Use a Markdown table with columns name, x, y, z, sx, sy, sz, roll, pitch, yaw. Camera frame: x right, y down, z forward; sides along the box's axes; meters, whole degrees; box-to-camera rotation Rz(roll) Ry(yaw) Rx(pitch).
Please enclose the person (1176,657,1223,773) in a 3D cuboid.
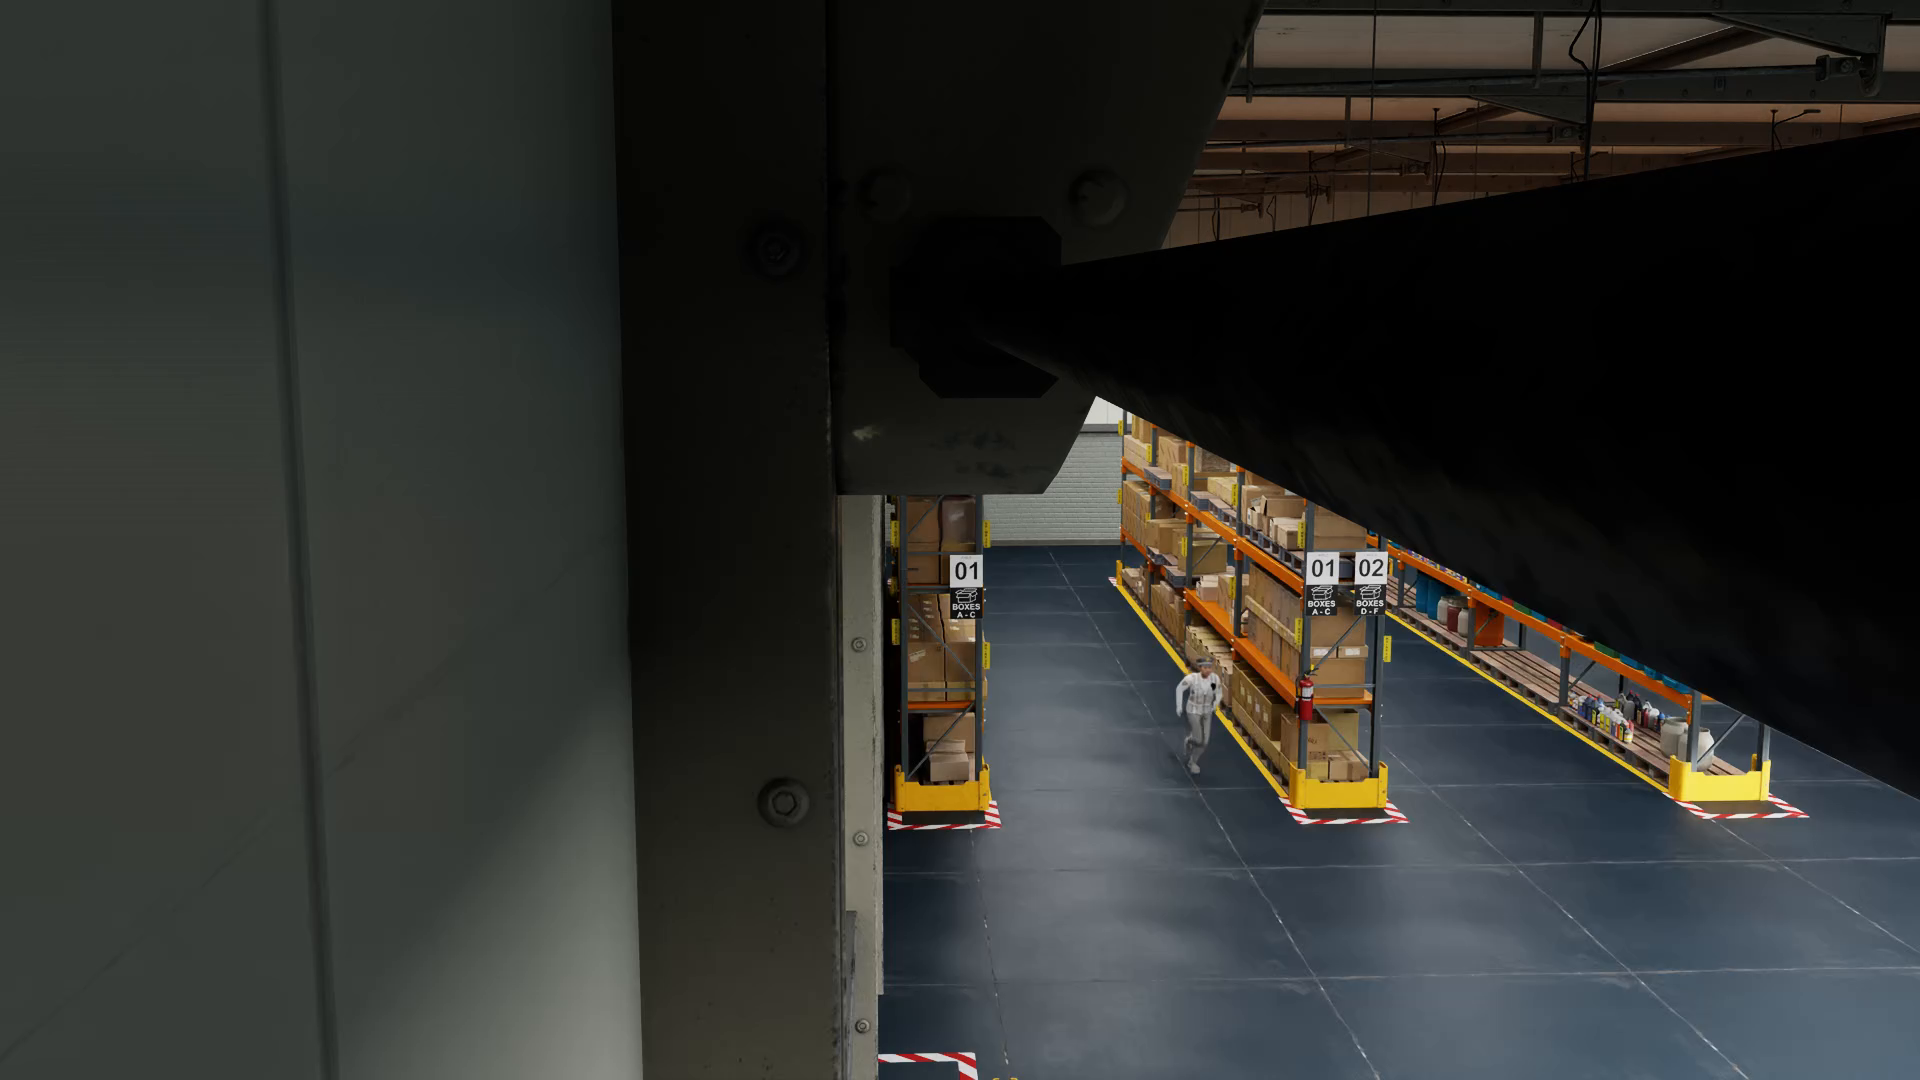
| name | x | y | z | sx | sy | sz | roll | pitch | yaw |
| --- | --- | --- | --- | --- | --- | --- | --- | --- | --- |
| person | 3.193 | 2.295 | 22.037 | 0.575 | 1.610 | 0.637 | -3 | 9 | -18 |
